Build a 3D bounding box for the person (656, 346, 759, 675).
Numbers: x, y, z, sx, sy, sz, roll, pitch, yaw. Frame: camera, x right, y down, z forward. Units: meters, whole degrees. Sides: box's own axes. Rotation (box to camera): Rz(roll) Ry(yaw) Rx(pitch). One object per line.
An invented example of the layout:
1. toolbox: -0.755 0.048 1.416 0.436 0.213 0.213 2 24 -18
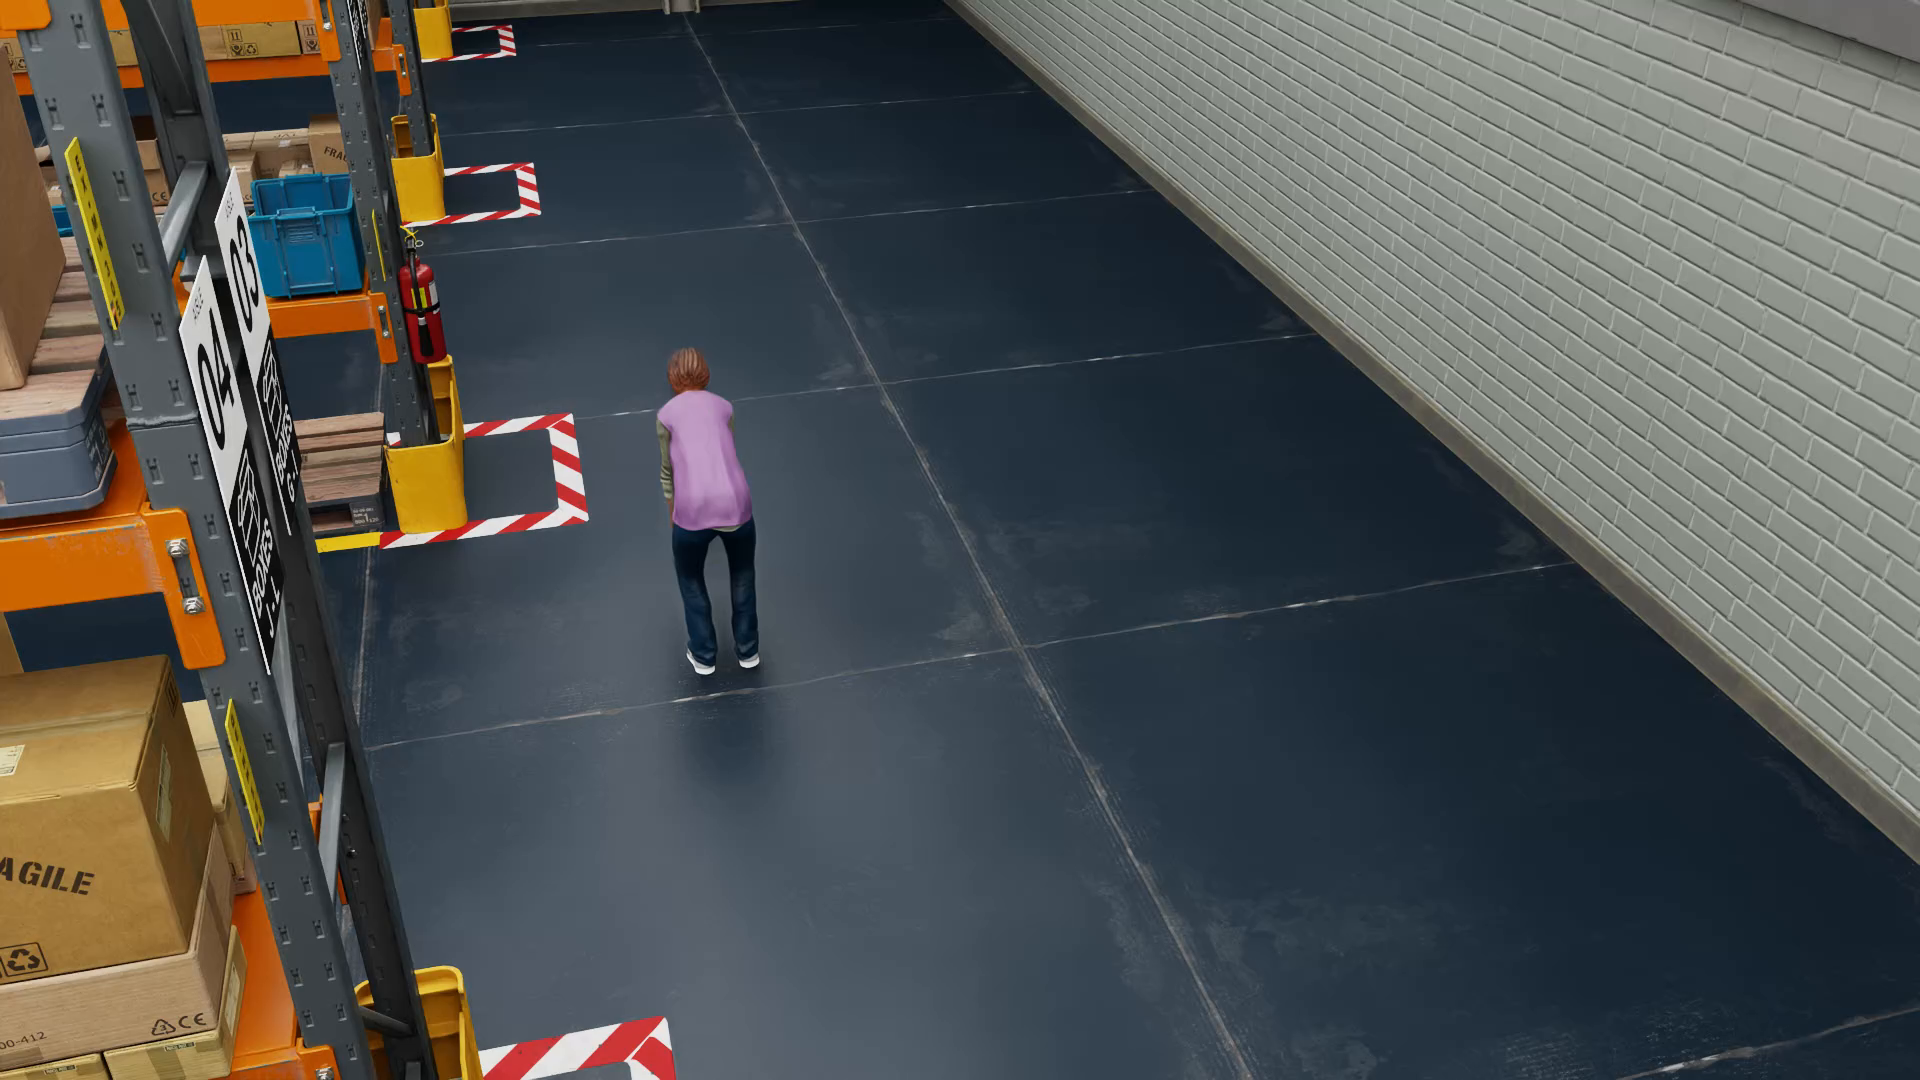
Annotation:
1. person: -1.140 -0.121 7.521 0.377 1.424 0.690 -9 32 -14
